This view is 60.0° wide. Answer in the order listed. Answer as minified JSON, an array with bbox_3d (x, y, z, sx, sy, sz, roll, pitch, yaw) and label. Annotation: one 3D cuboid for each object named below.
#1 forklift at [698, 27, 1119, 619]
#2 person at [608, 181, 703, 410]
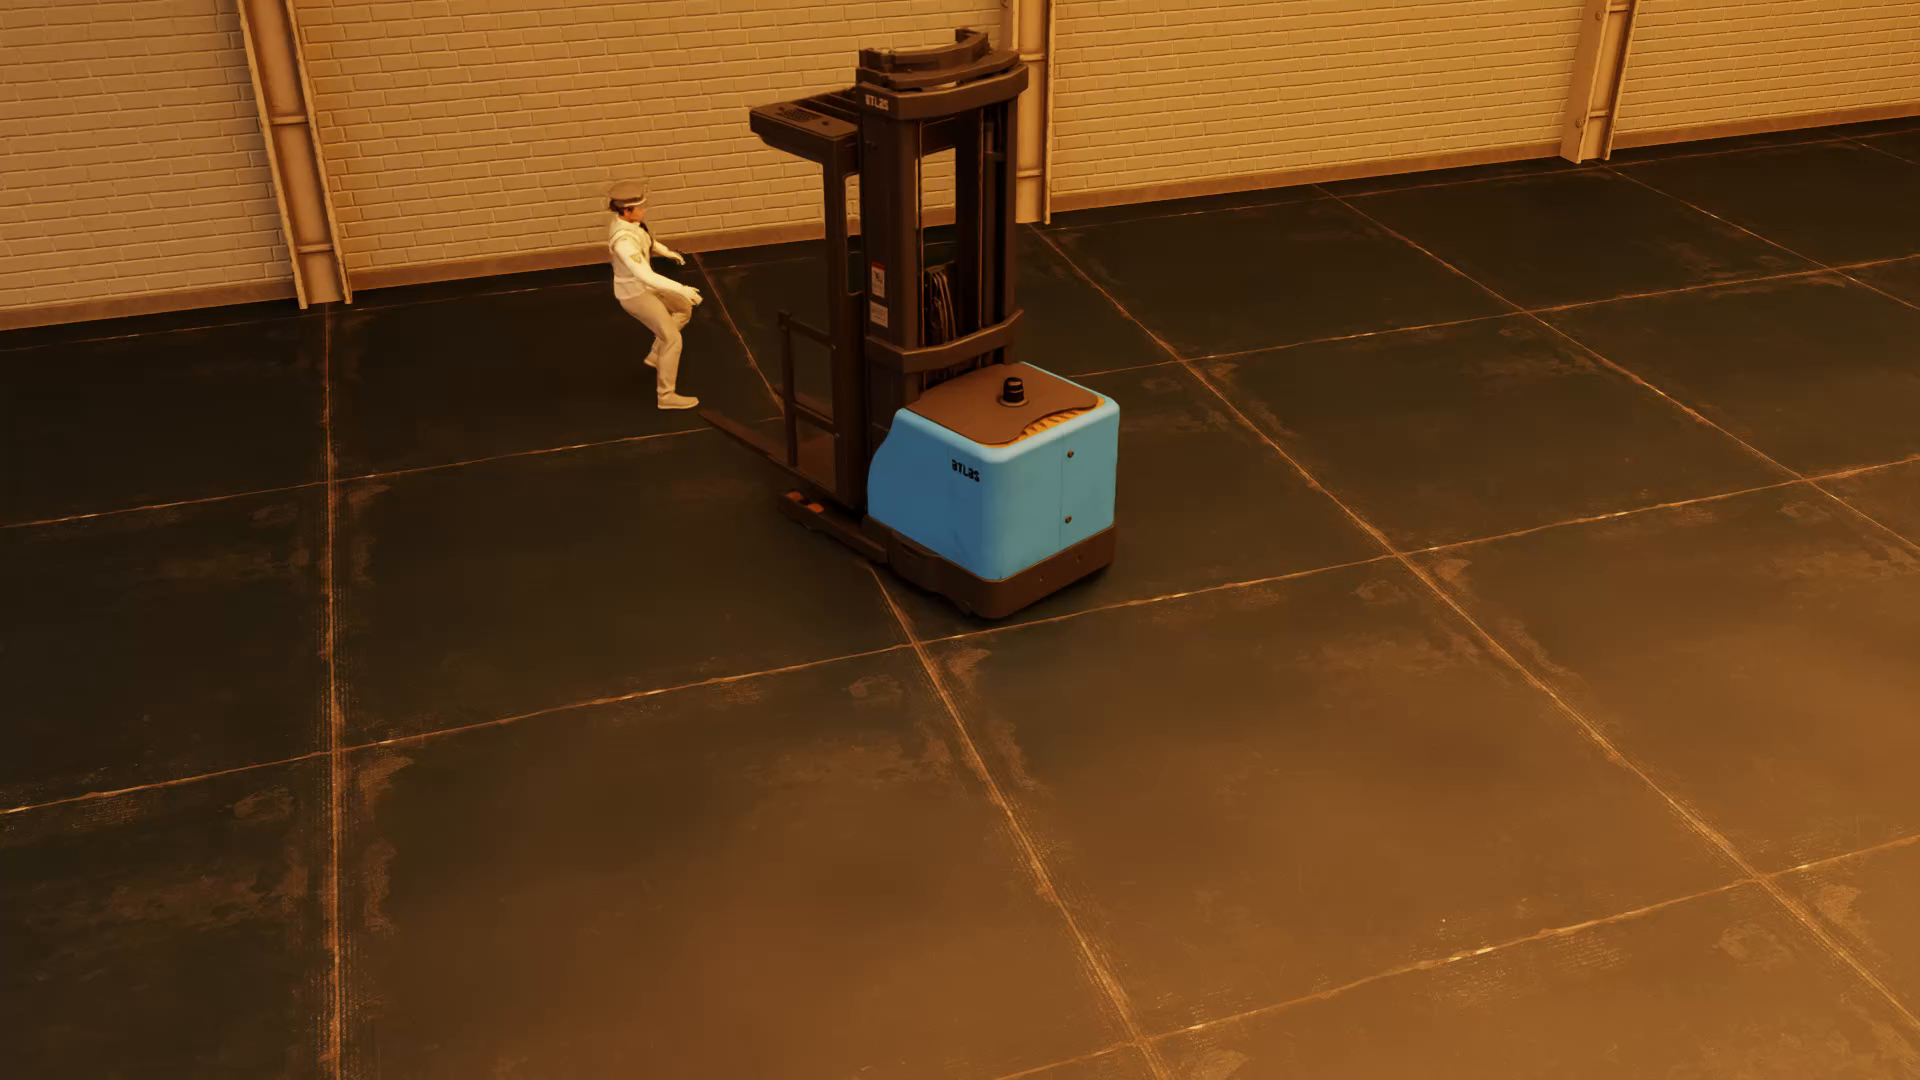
[{"bbox_3d":[-0.469,-1.483,9.665,1.130,2.935,3.031,-25,38,-36],"label":"forklift"},{"bbox_3d":[-2.083,-1.747,11.541,0.638,1.513,0.782,-2,30,-4],"label":"person"}]
